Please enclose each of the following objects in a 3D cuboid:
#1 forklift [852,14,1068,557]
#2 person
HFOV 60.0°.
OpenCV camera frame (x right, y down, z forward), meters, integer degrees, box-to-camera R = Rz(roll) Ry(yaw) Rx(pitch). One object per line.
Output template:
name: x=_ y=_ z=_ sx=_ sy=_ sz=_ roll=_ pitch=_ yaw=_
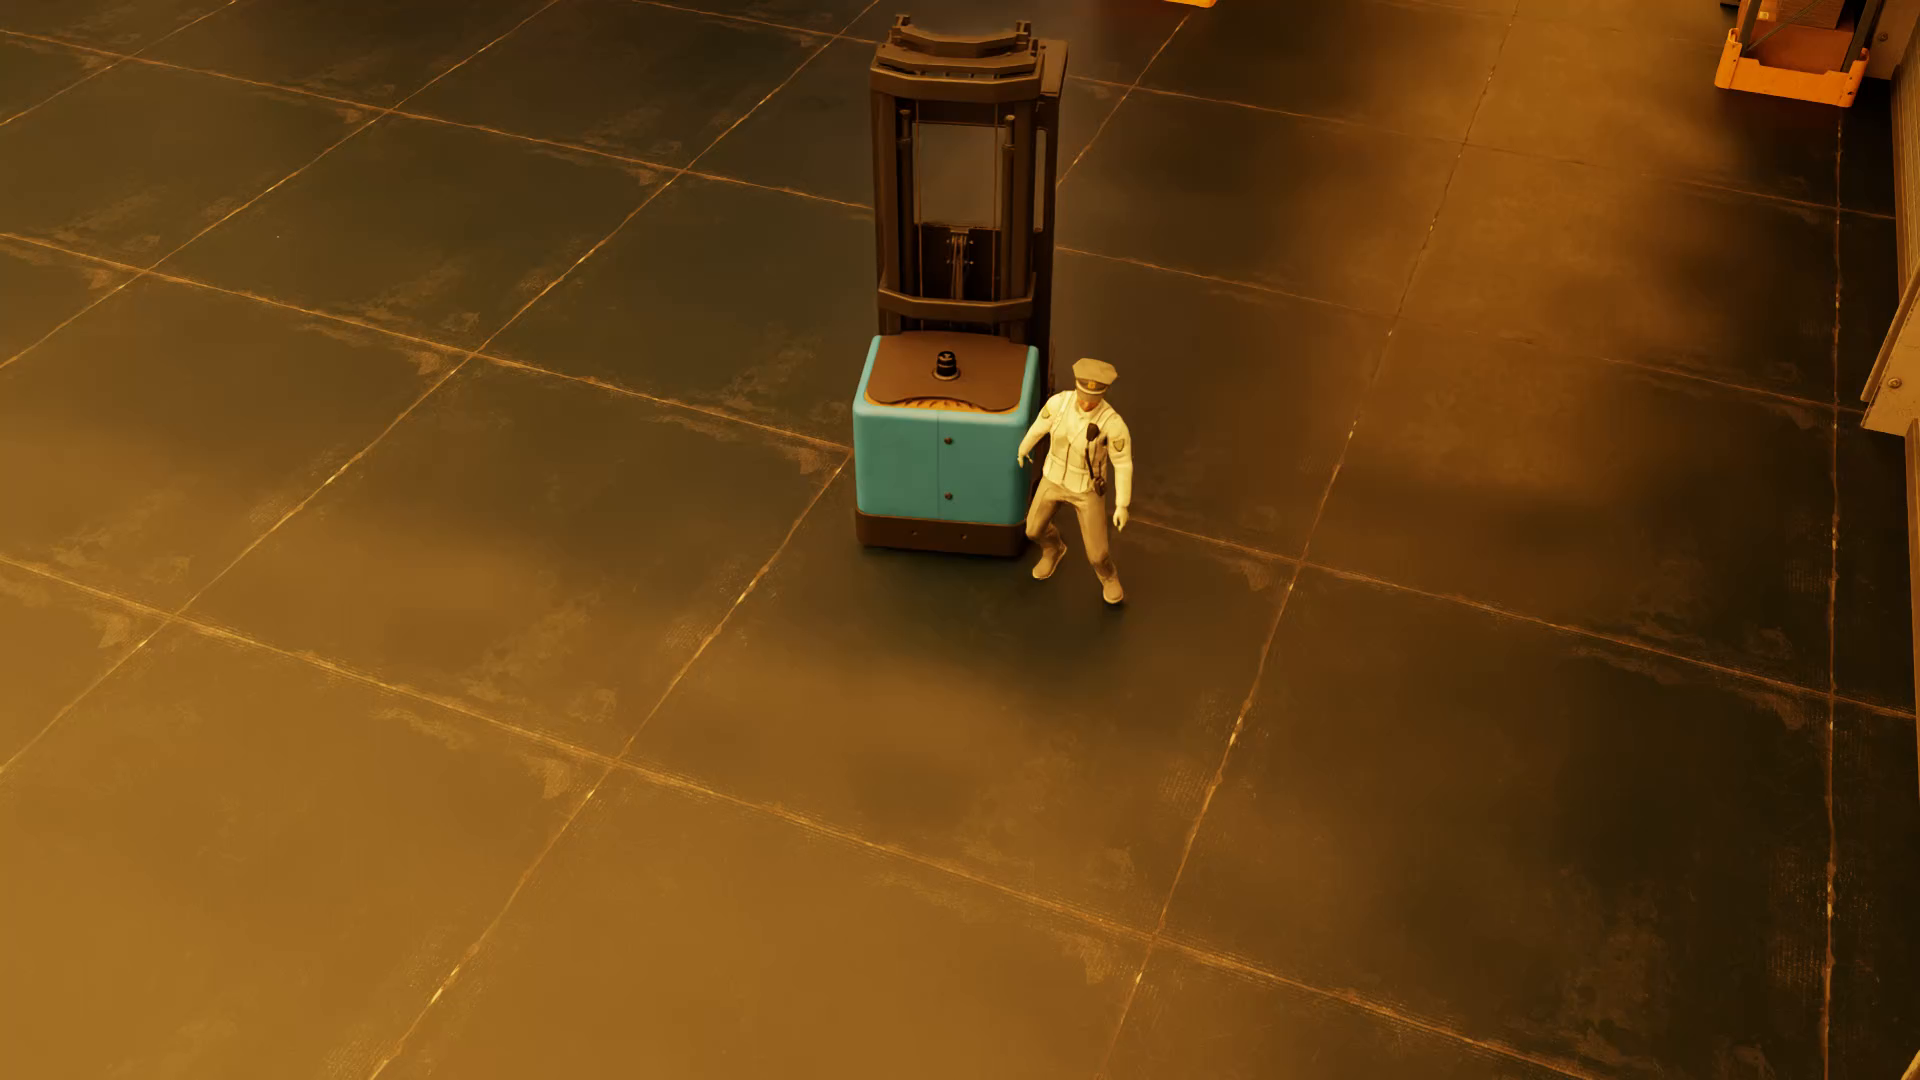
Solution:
forklift: x=0.058 y=-1.965 z=10.354 sx=1.130 sy=2.935 sz=3.031 roll=5 pitch=40 yaw=5
person: x=0.647 y=-0.352 z=9.472 sx=0.789 sy=1.622 sz=0.392 roll=24 pitch=46 yaw=26
